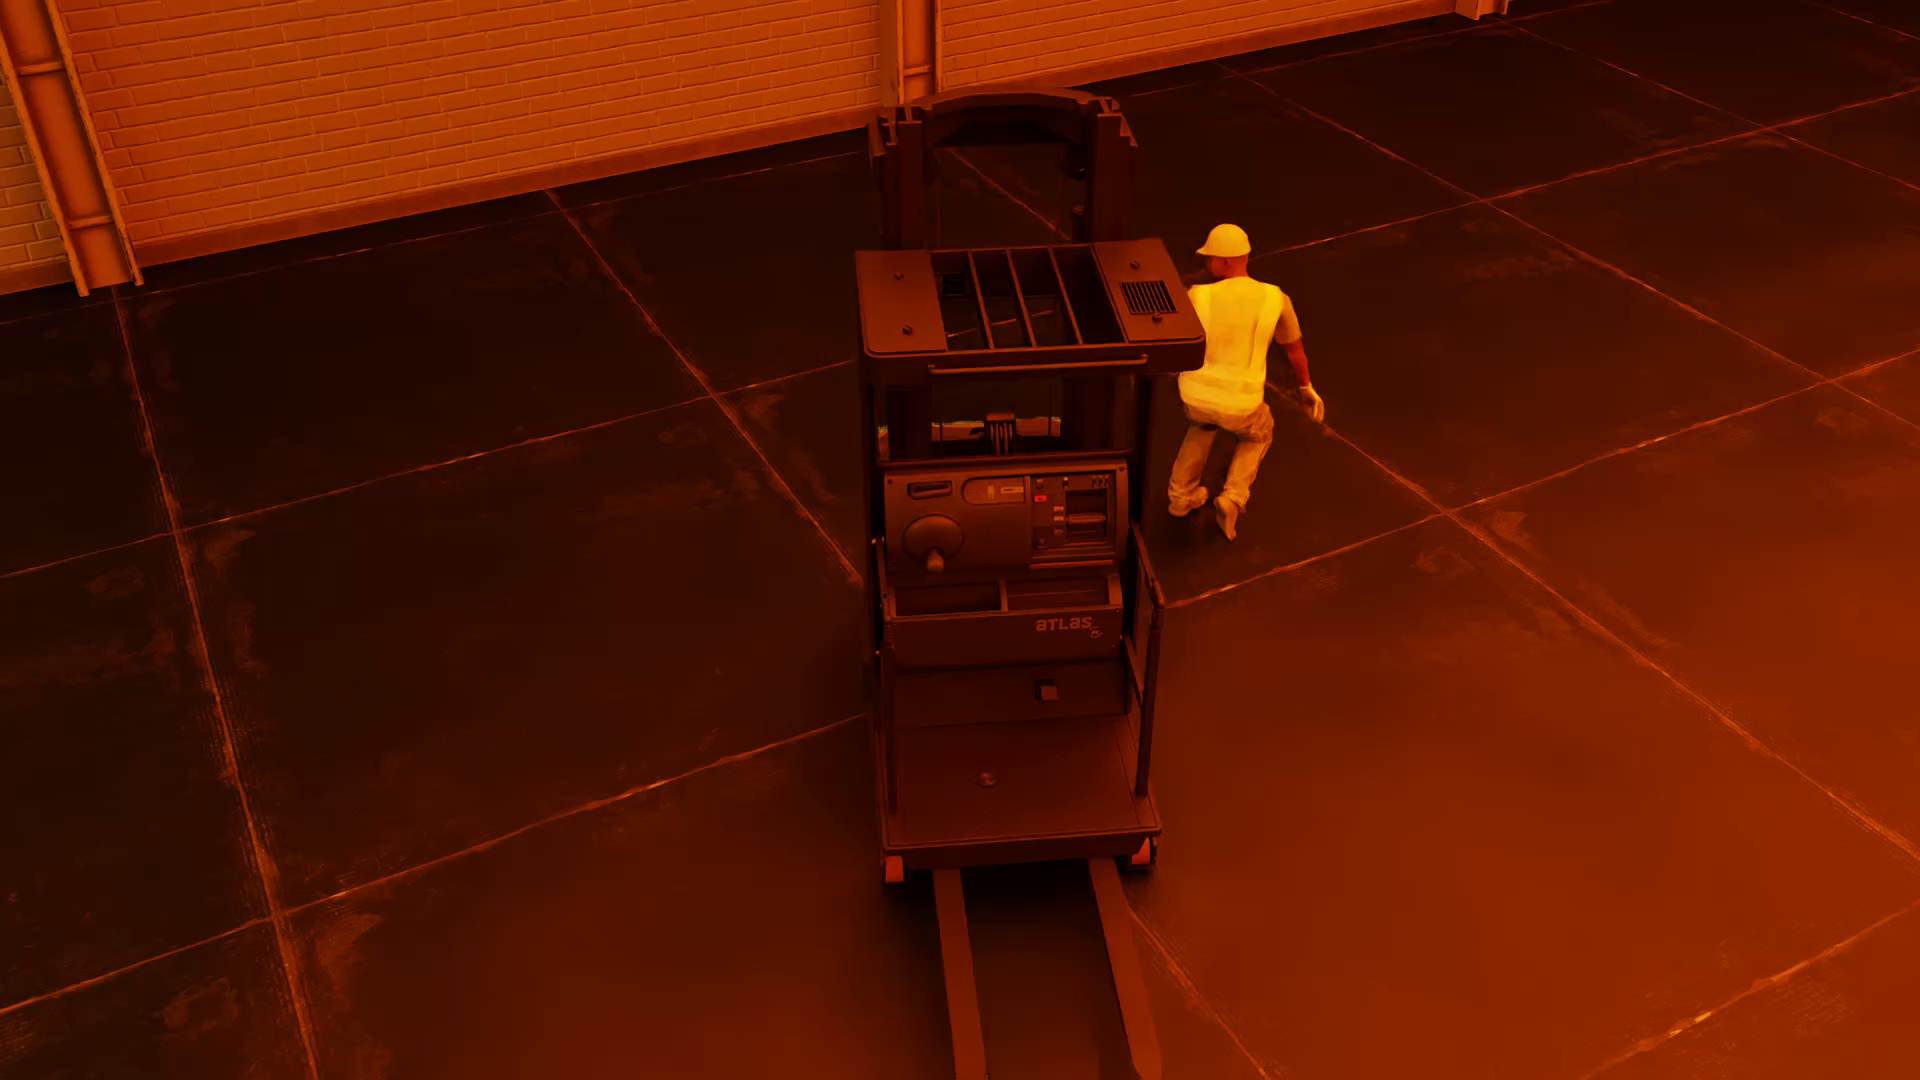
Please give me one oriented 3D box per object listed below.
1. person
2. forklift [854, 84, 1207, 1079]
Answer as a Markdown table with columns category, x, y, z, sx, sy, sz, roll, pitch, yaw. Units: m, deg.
| category | x | y | z | sx | sy | sz | roll | pitch | yaw |
| --- | --- | --- | --- | --- | --- | --- | --- | --- | --- |
| person | 1.365 | -0.767 | 8.411 | 0.959 | 1.593 | 0.586 | 9 | 36 | 13 |
| forklift | 0.201 | -0.023 | 6.156 | 1.130 | 2.935 | 3.031 | -3 | 35 | -5 |
